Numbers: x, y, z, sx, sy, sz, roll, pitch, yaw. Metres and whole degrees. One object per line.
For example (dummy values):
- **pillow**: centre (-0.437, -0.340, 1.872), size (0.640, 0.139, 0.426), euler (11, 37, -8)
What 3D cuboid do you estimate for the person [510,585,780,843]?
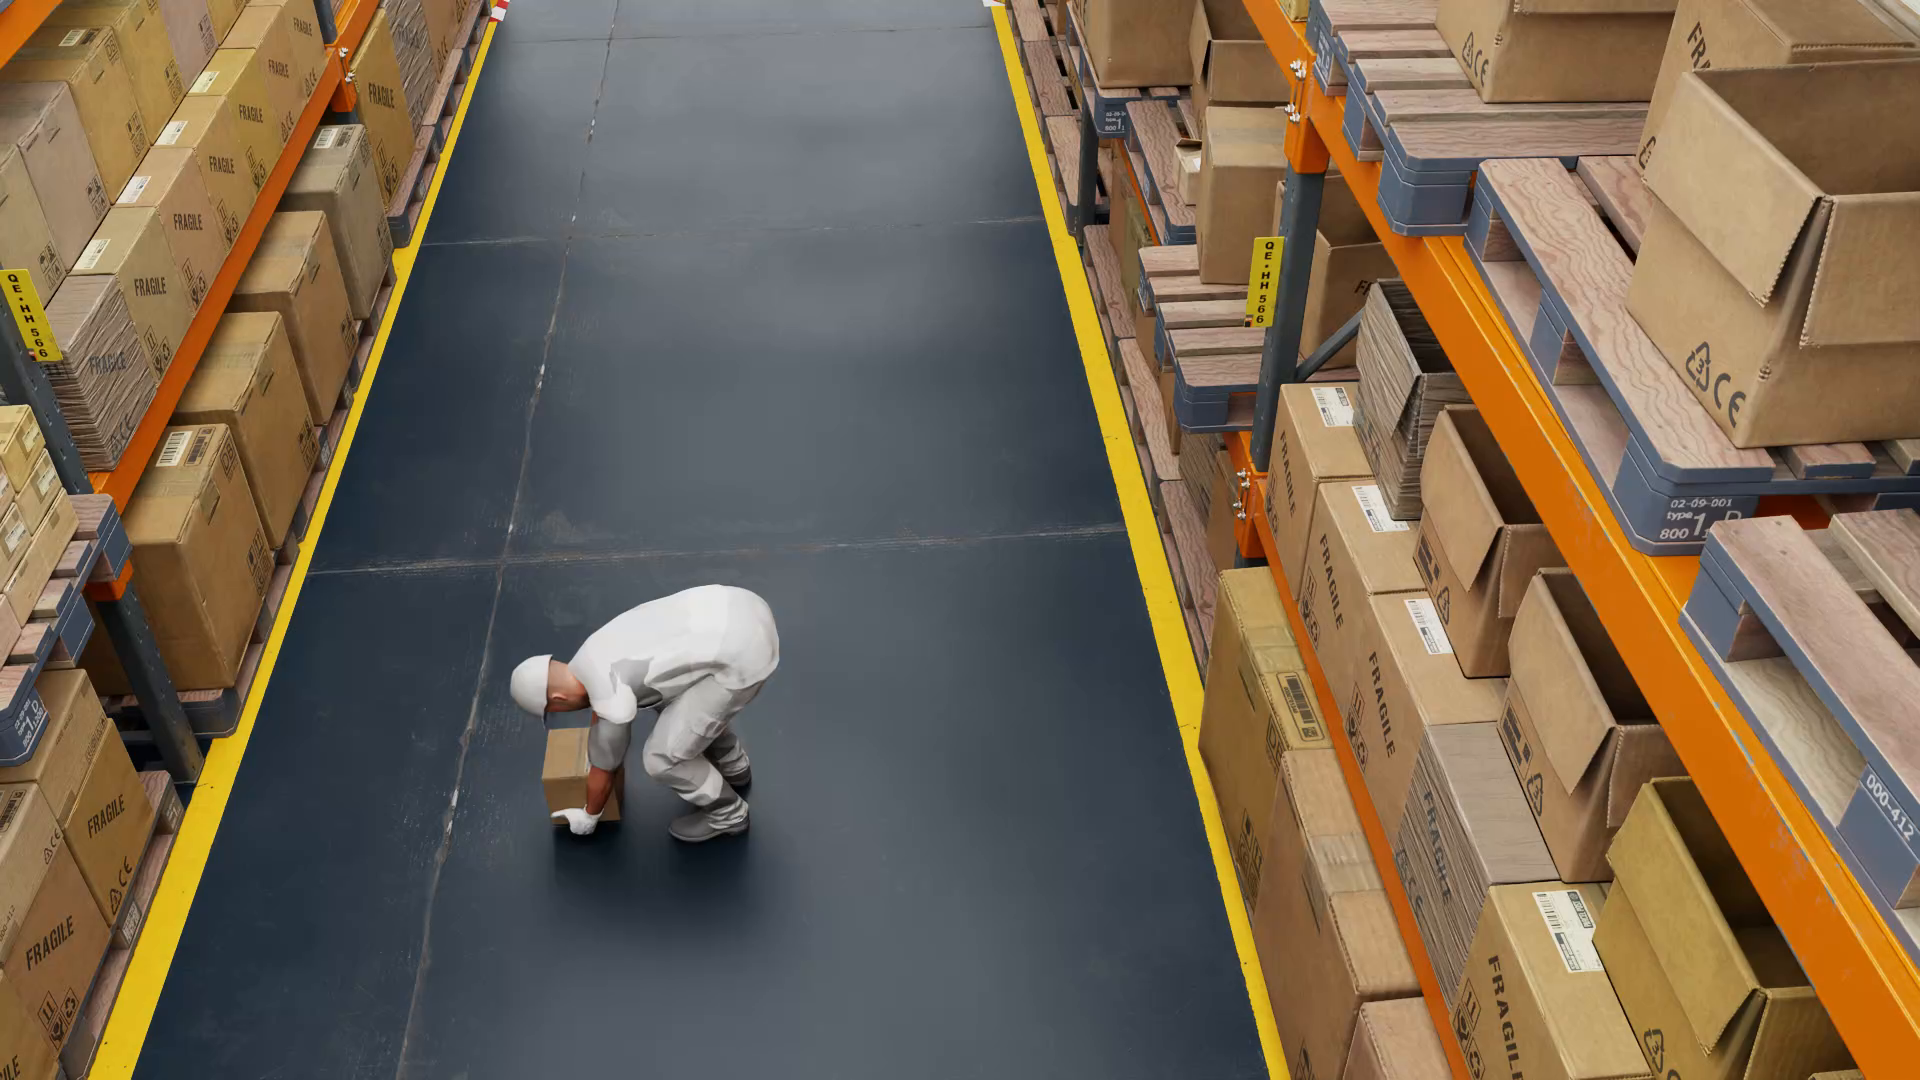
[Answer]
- **person**: centre (-1.105, 0.632, 5.986), size (0.949, 0.983, 0.531), euler (-5, 39, -6)
